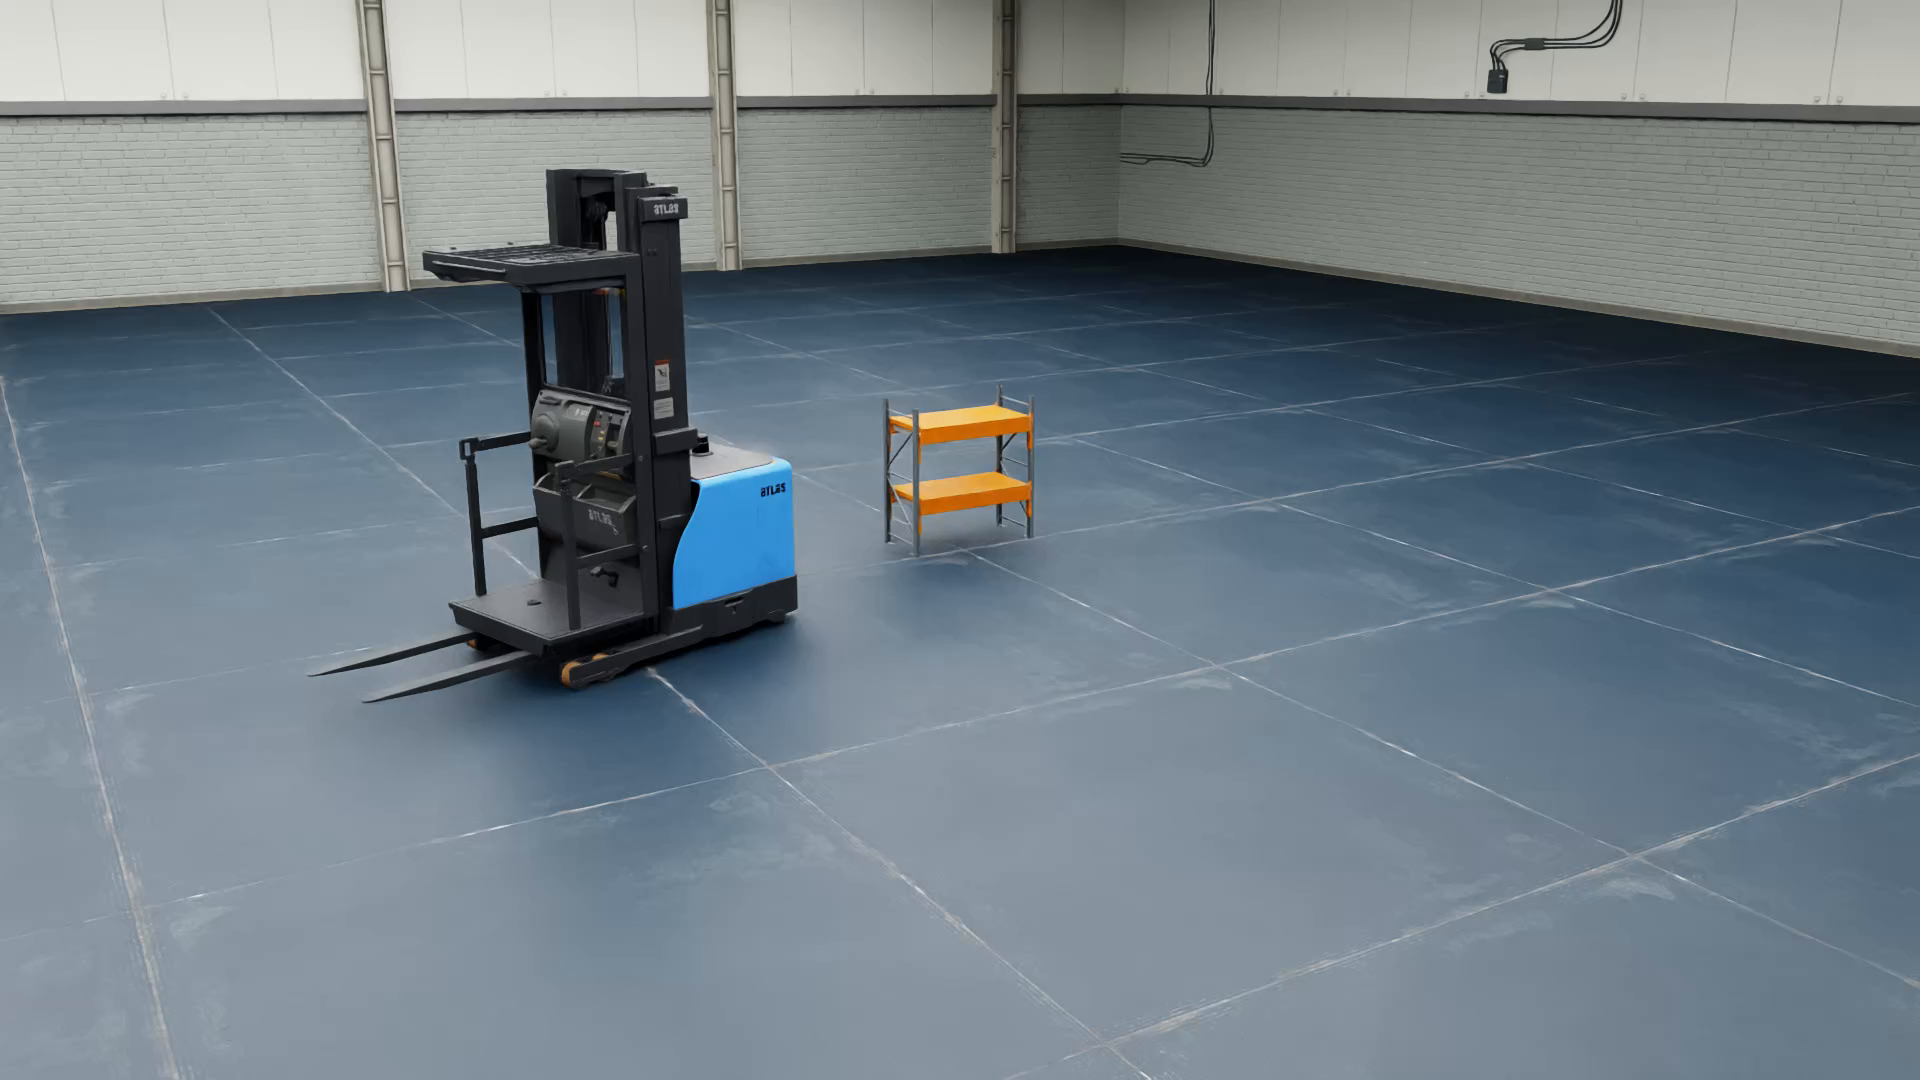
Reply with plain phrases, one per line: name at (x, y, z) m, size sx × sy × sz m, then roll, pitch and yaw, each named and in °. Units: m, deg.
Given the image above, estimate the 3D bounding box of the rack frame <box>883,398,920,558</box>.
rack frame at (-0.442, -0.470, 12.503) m, size 0.032 × 1.125 × 0.500 m, roll -9°, pitch 18°, yaw -30°

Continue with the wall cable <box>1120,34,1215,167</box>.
wall cable at (4.084, -8.773, 33.288) m, size 0.112 × 2.526 × 3.097 m, roll -9°, pitch 18°, yaw -30°

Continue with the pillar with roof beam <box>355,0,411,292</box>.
pillar with roof beam at (-7.191, -7.501, 22.996) m, size 0.400 × 9.000 × 9.100 m, roll -9°, pitch 18°, yaw -30°

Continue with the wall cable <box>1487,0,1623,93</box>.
wall cable at (8.960, -9.707, 24.567) m, size 0.169 × 6.003 × 2.305 m, roll -9°, pitch 18°, yaw -30°

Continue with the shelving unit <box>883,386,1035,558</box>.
shelving unit at (-0.006, -0.541, 12.755) m, size 1.048 × 1.125 × 0.538 m, roll -9°, pitch 18°, yaw -30°

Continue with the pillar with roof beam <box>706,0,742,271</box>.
pillar with roof beam at (-2.048, -8.335, 25.971) m, size 0.400 × 9.000 × 9.100 m, roll -9°, pitch 18°, yaw -30°

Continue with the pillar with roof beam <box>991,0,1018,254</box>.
pillar with roof beam at (3.095, -9.169, 28.947) m, size 0.400 × 9.000 × 9.100 m, roll -9°, pitch 18°, yaw -30°

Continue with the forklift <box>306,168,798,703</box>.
forklift at (-2.437, -0.685, 9.923) m, size 1.130 × 2.935 × 3.031 m, roll 14°, pitch 21°, yaw 40°

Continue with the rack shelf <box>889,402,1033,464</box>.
rack shelf at (-0.006, -0.823, 12.676) m, size 1.000 × 0.278 × 0.538 m, roll -9°, pitch 18°, yaw -30°

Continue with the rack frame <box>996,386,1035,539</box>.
rack frame at (0.430, -0.611, 13.007) m, size 0.032 × 1.125 × 0.500 m, roll -9°, pitch 18°, yaw -30°

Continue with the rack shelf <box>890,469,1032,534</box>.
rack shelf at (-0.006, -0.305, 12.821) m, size 1.000 × 0.278 × 0.538 m, roll -9°, pitch 18°, yaw -30°

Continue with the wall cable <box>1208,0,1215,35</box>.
wall cable at (5.478, -10.579, 30.374) m, size 0.112 × 2.526 × 3.097 m, roll -9°, pitch 18°, yaw -30°
